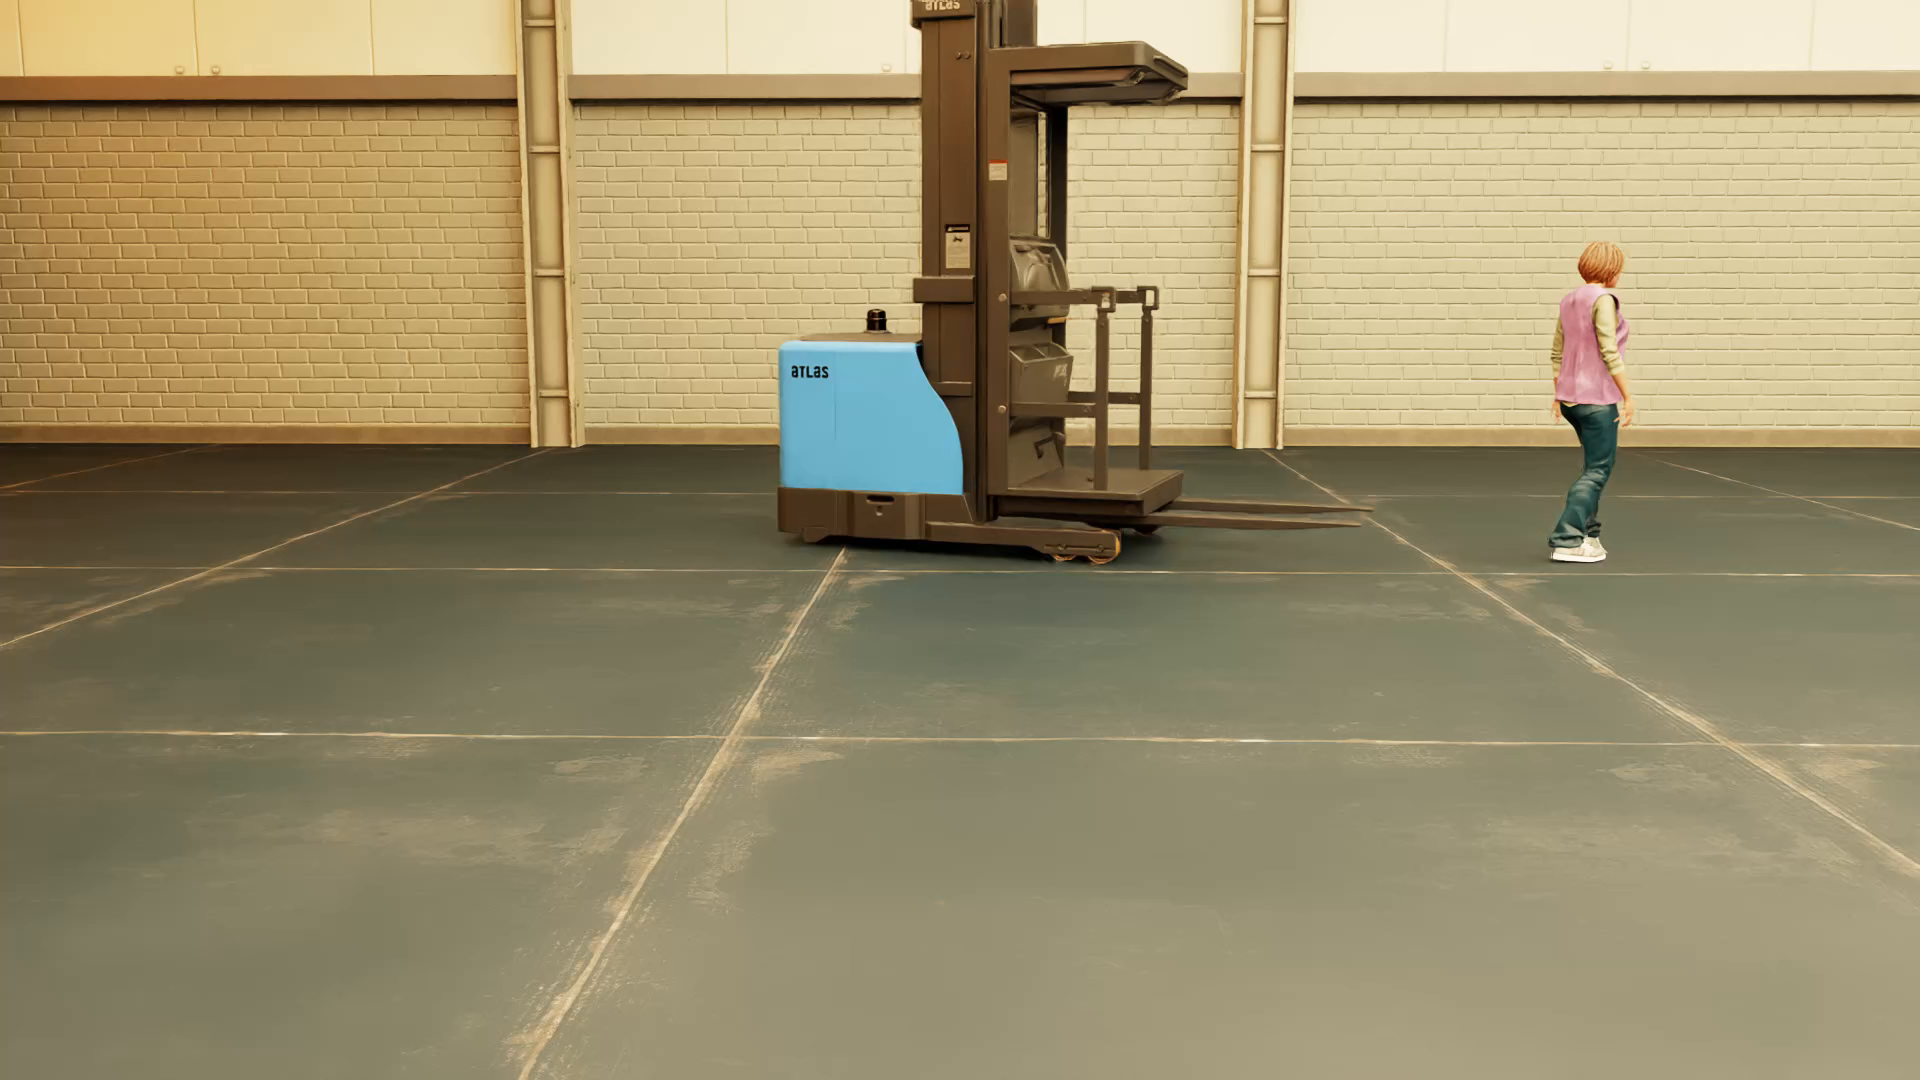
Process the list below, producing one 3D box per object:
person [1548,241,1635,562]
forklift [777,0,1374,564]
[{"bbox_3d":[3.162,-0.660,8.262,0.488,1.628,0.510,-1,9,-9],"label":"person"},{"bbox_3d":[0.603,-1.421,8.596,3.031,2.935,1.130,3,9,19],"label":"forklift"}]
